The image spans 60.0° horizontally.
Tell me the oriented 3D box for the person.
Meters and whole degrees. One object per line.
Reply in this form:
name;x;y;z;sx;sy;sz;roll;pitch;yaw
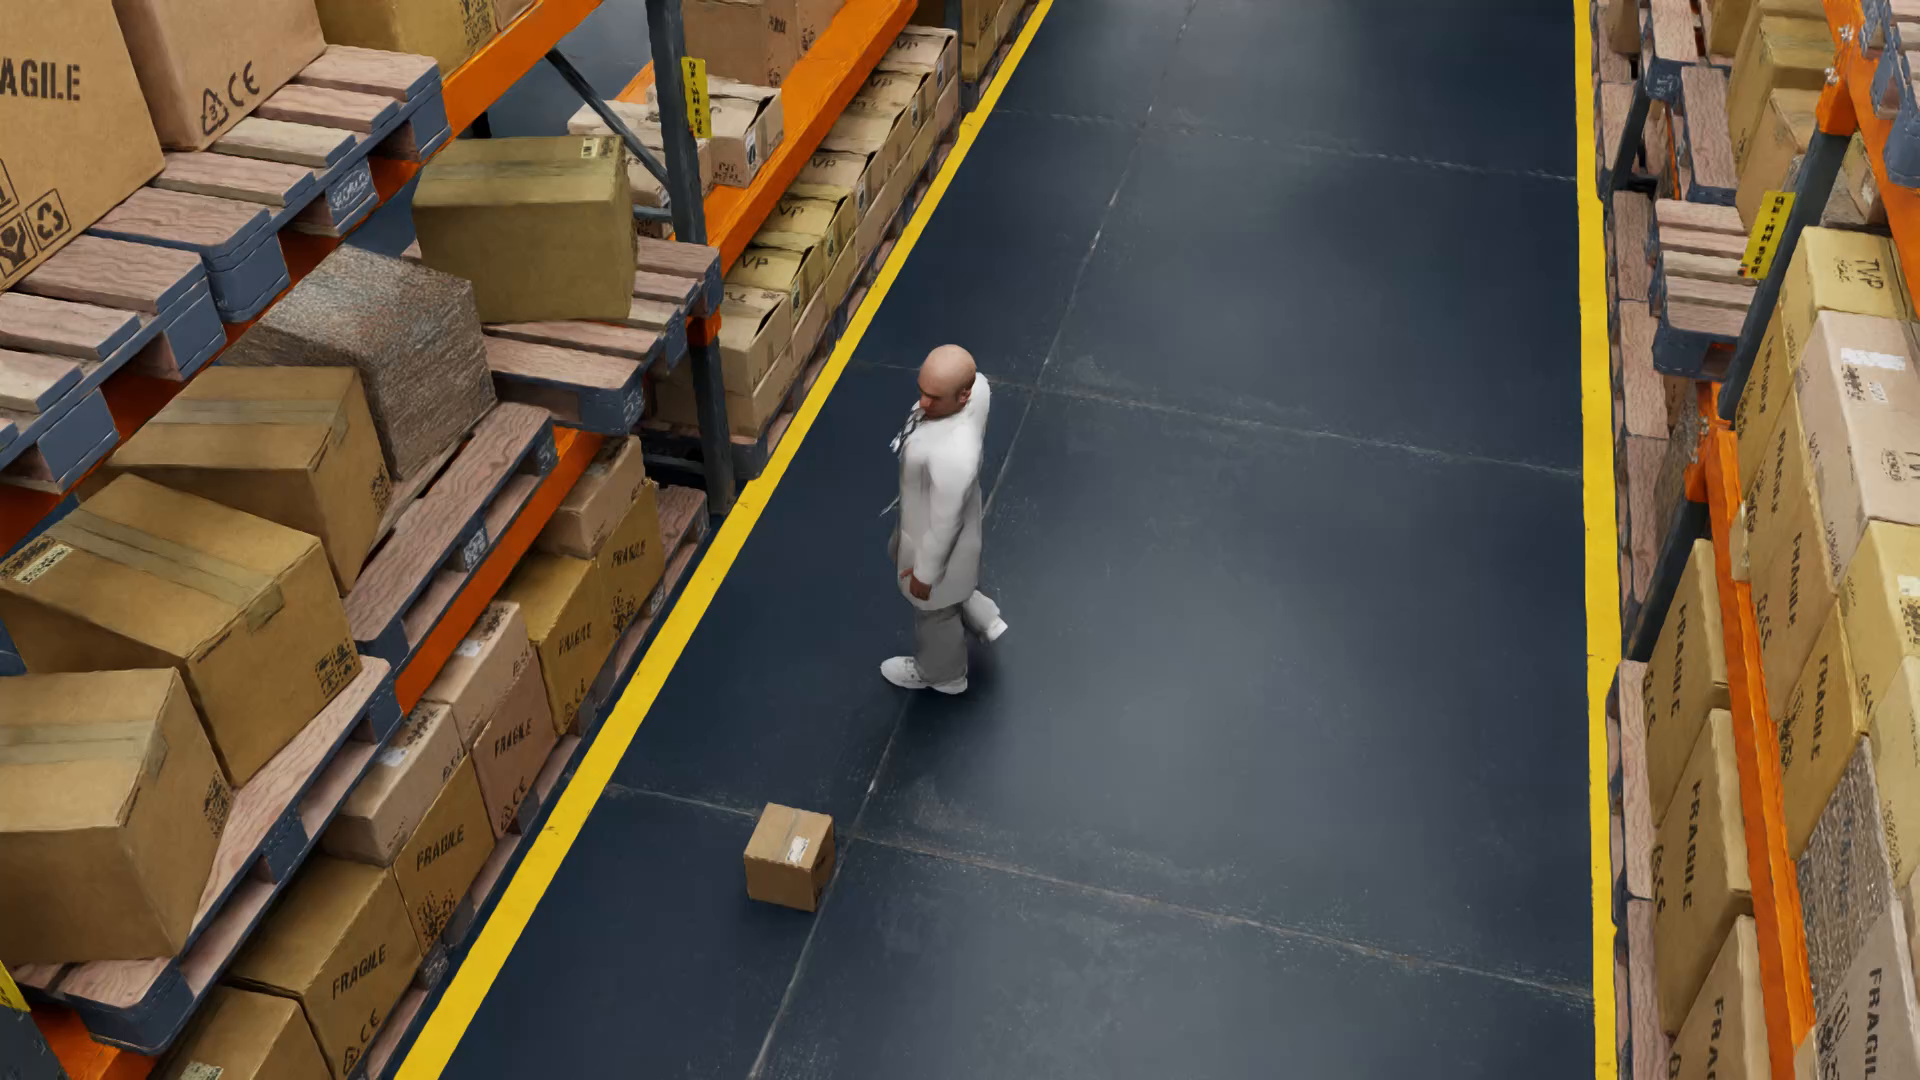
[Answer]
person;-0.076;-0.053;6.219;0.524;1.776;0.700;4;41;4
